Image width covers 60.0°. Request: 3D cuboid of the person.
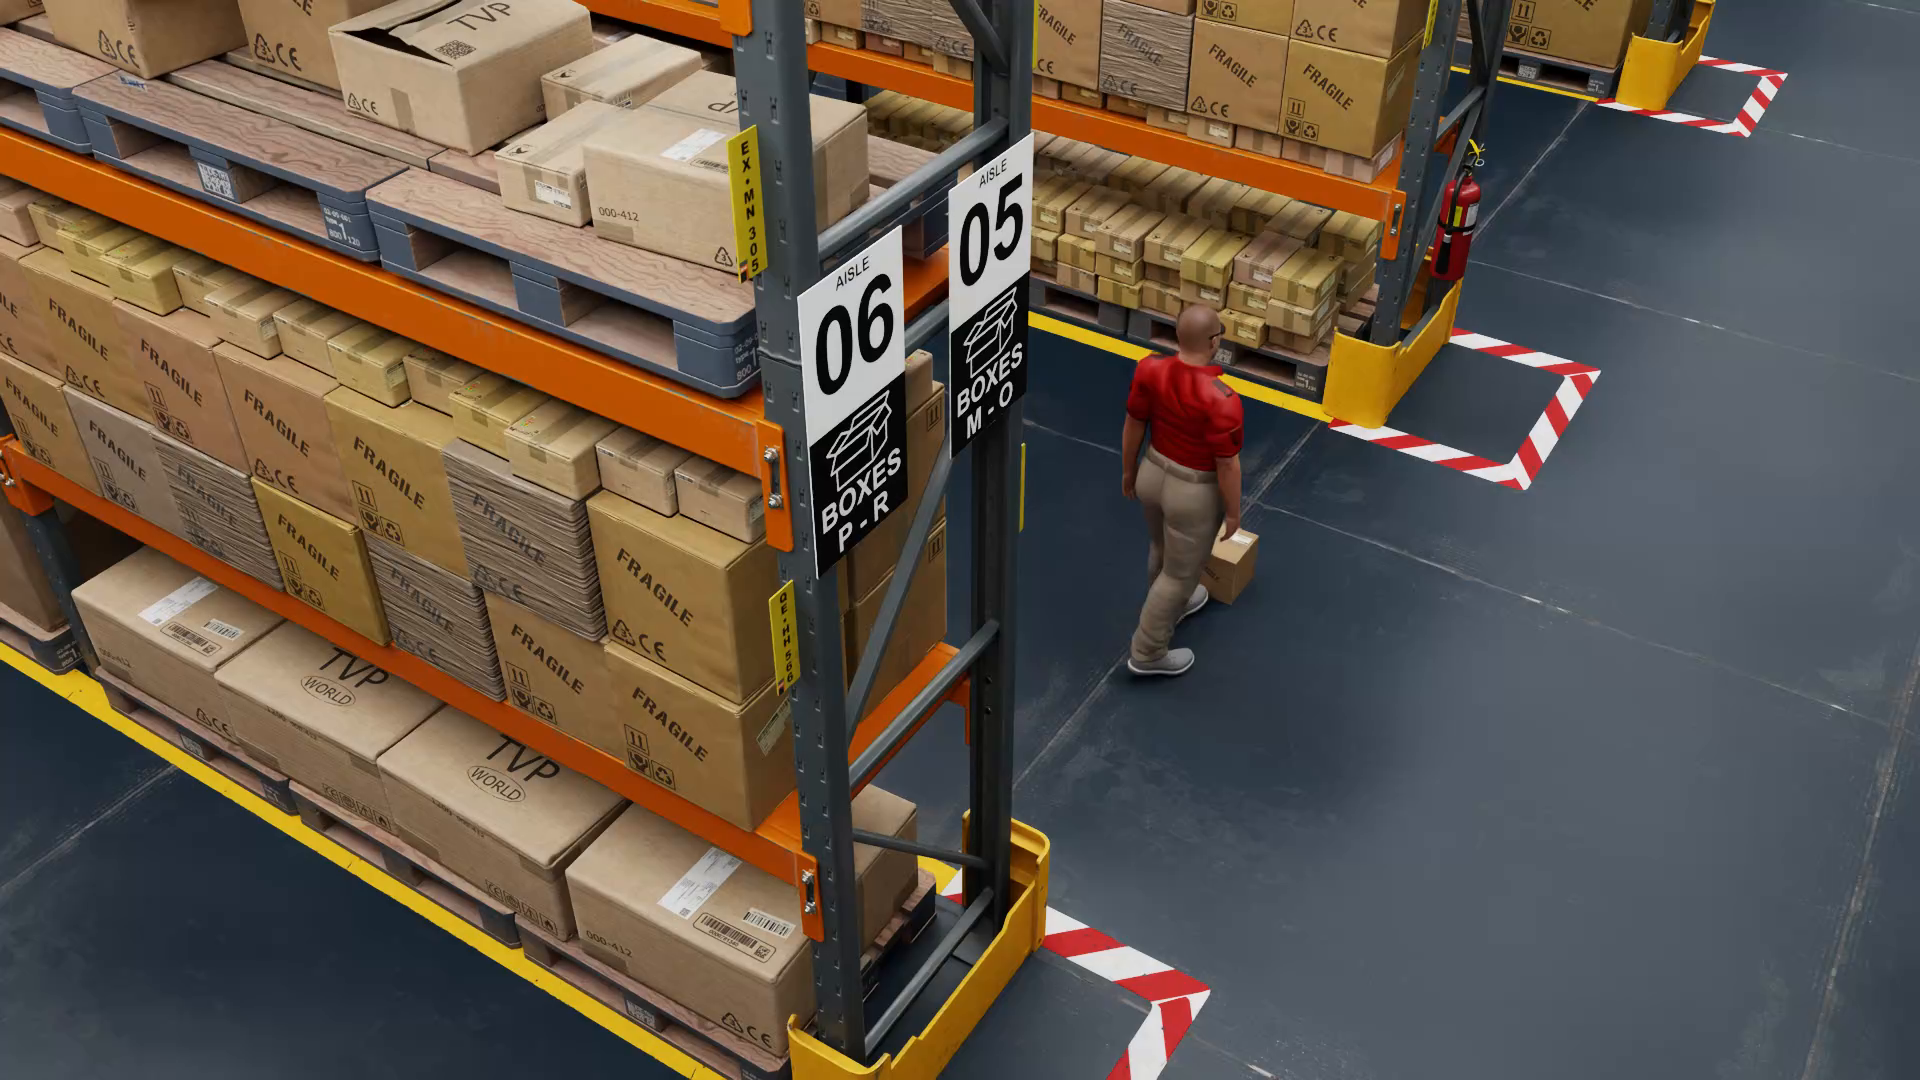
[{"bbox_3d":[0.958,-0.226,6.969,0.677,1.722,0.557,-28,46,-31],"label":"person"}]
